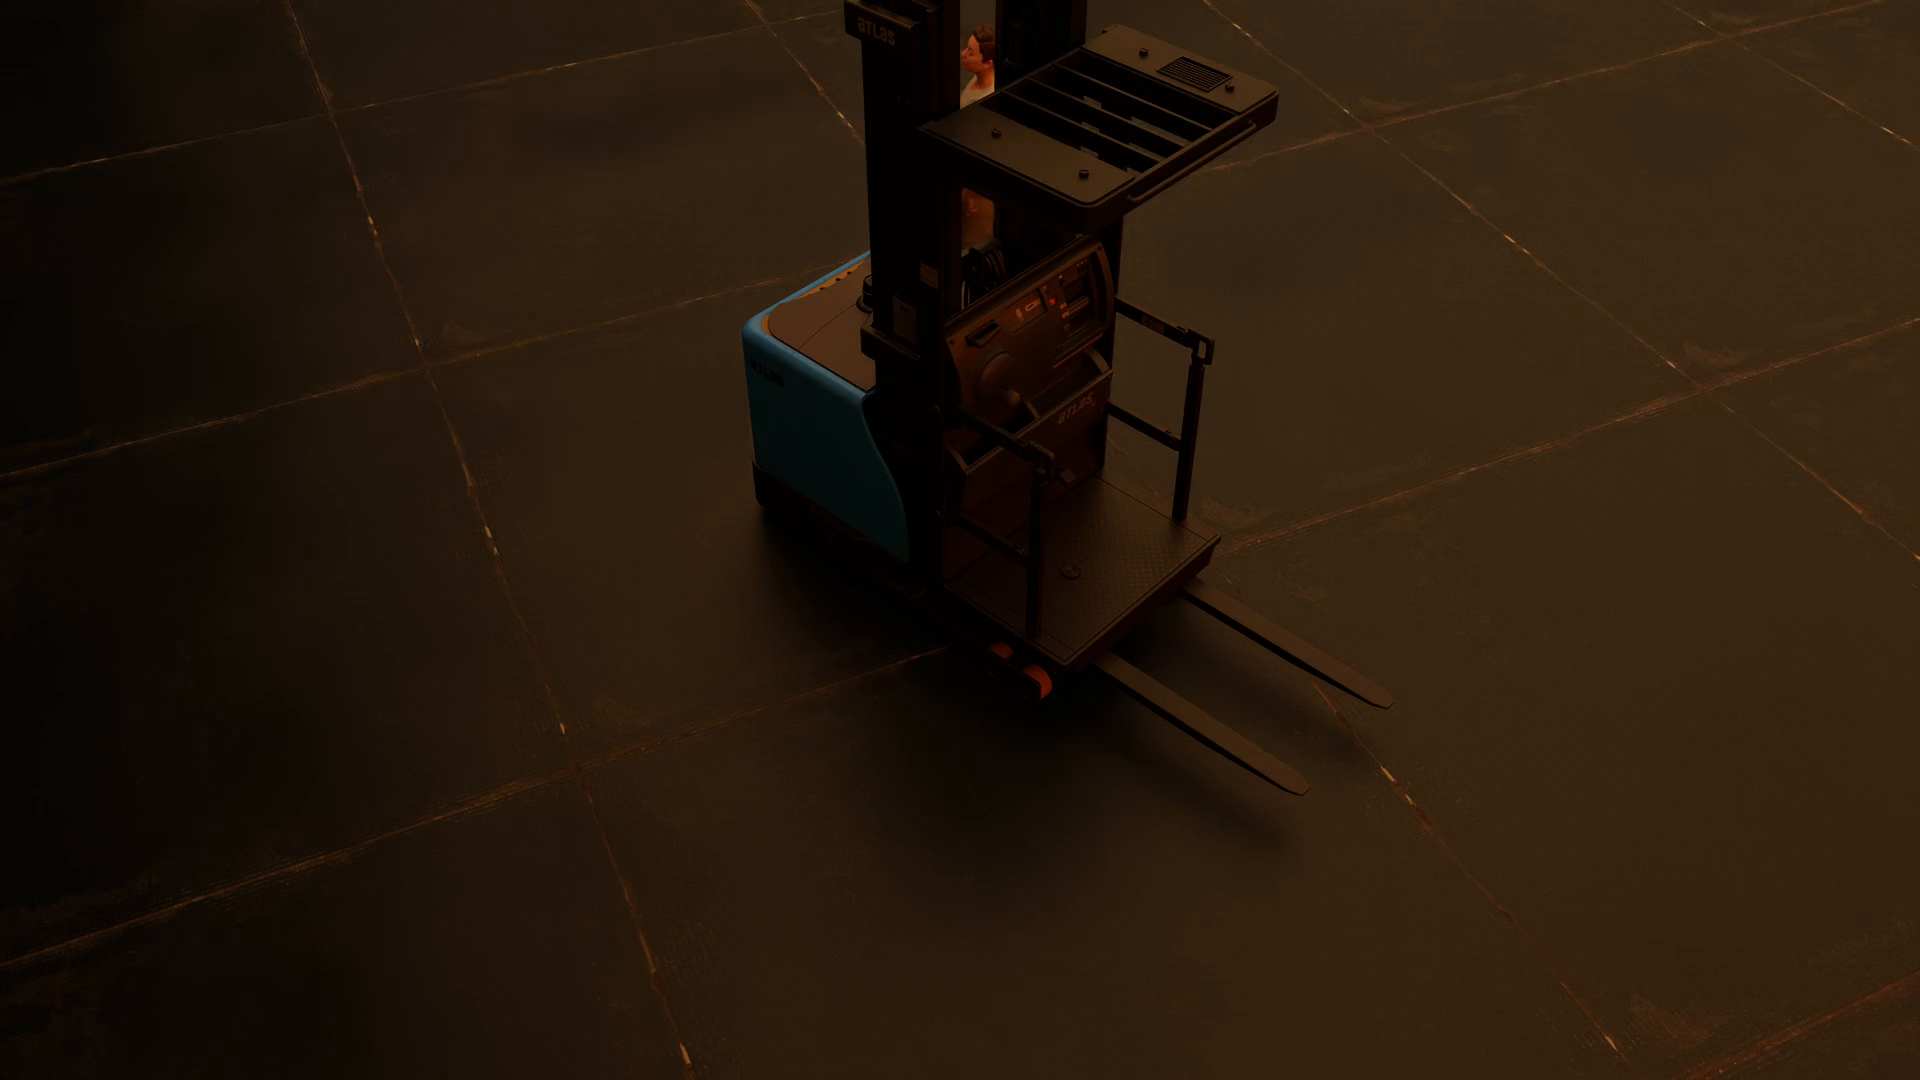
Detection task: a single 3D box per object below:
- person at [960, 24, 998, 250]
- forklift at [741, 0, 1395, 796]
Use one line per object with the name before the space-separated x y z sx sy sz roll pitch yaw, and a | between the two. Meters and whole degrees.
person | 0.020 -1.908 8.634 0.548 1.673 0.551 2 43 2
forklift | 0.445 -0.788 6.525 3.031 2.935 1.130 32 52 30
